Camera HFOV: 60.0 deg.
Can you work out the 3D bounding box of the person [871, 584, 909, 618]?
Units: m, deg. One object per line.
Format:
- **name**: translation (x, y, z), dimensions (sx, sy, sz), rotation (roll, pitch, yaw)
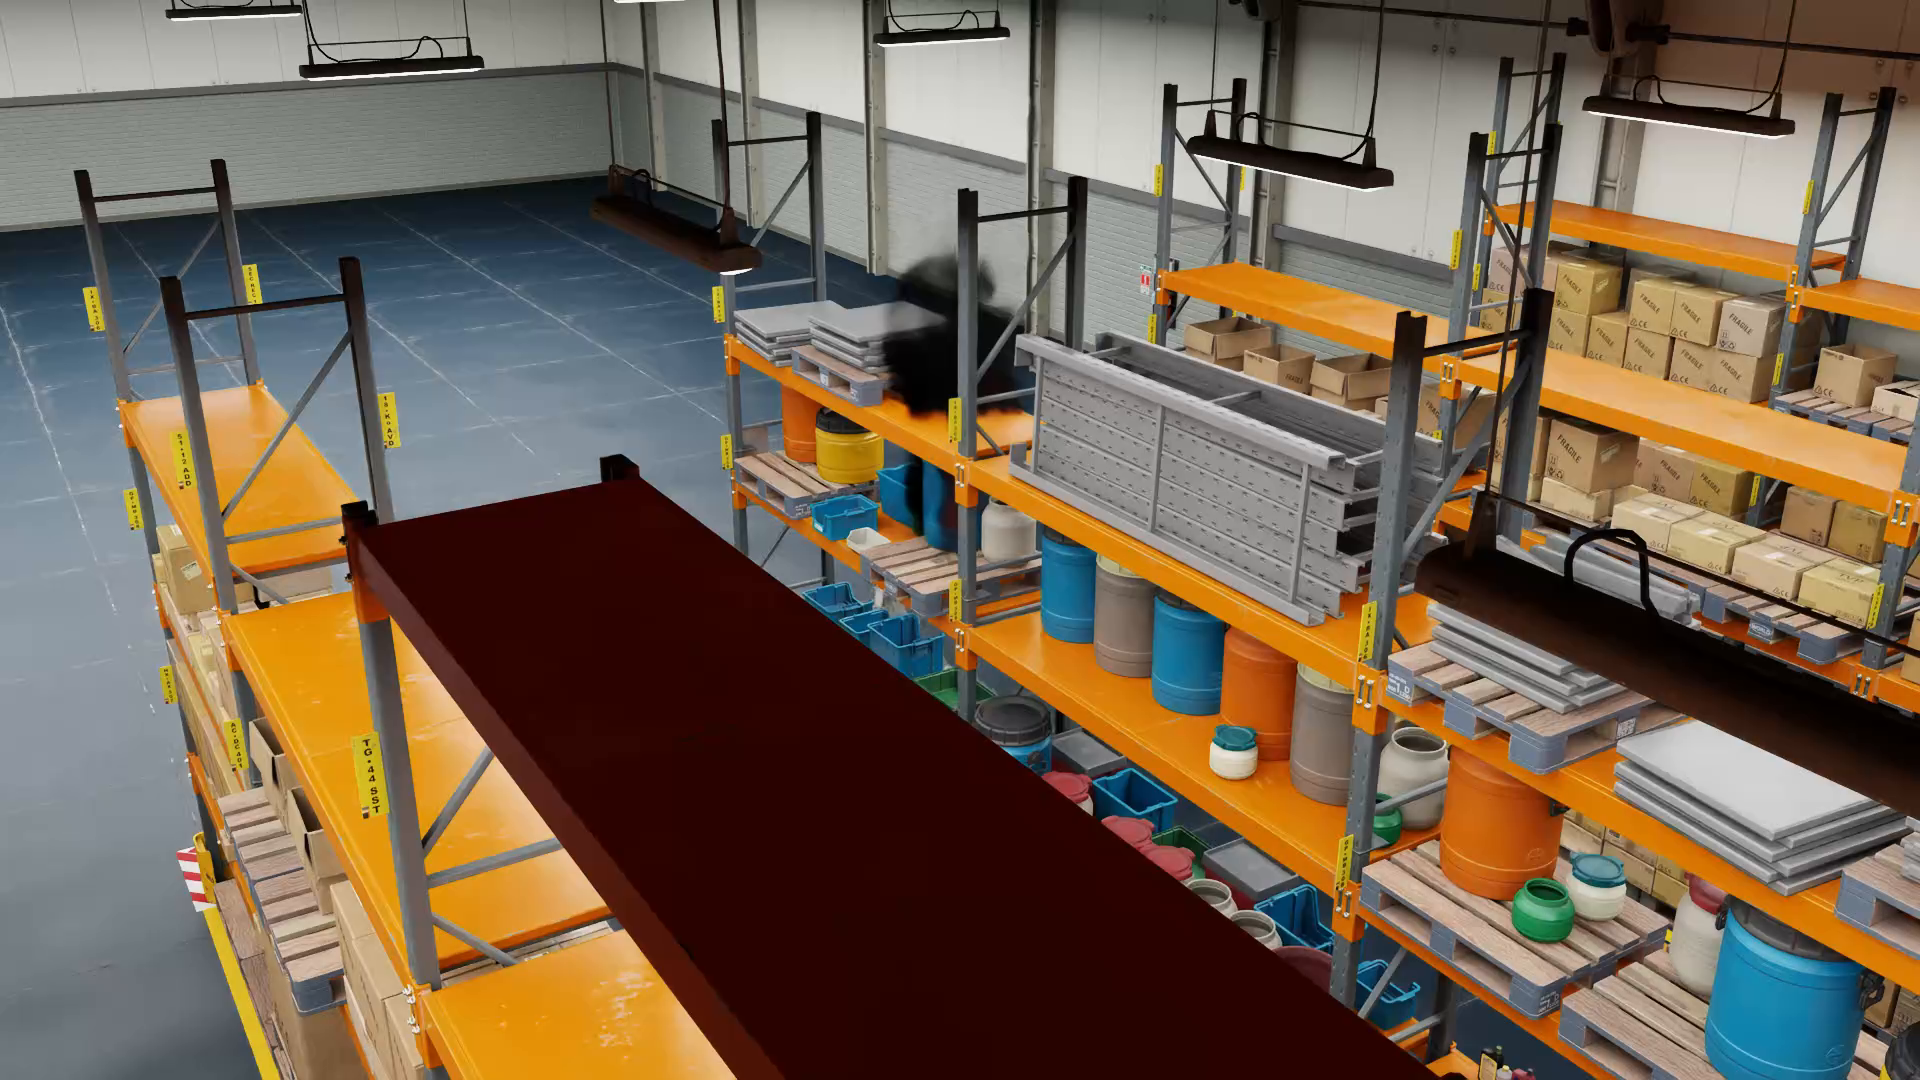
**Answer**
- **person**: translation (-0.779, 0.802, 17.323), dimensions (0.531, 1.528, 0.552), rotation (10, 24, 24)
